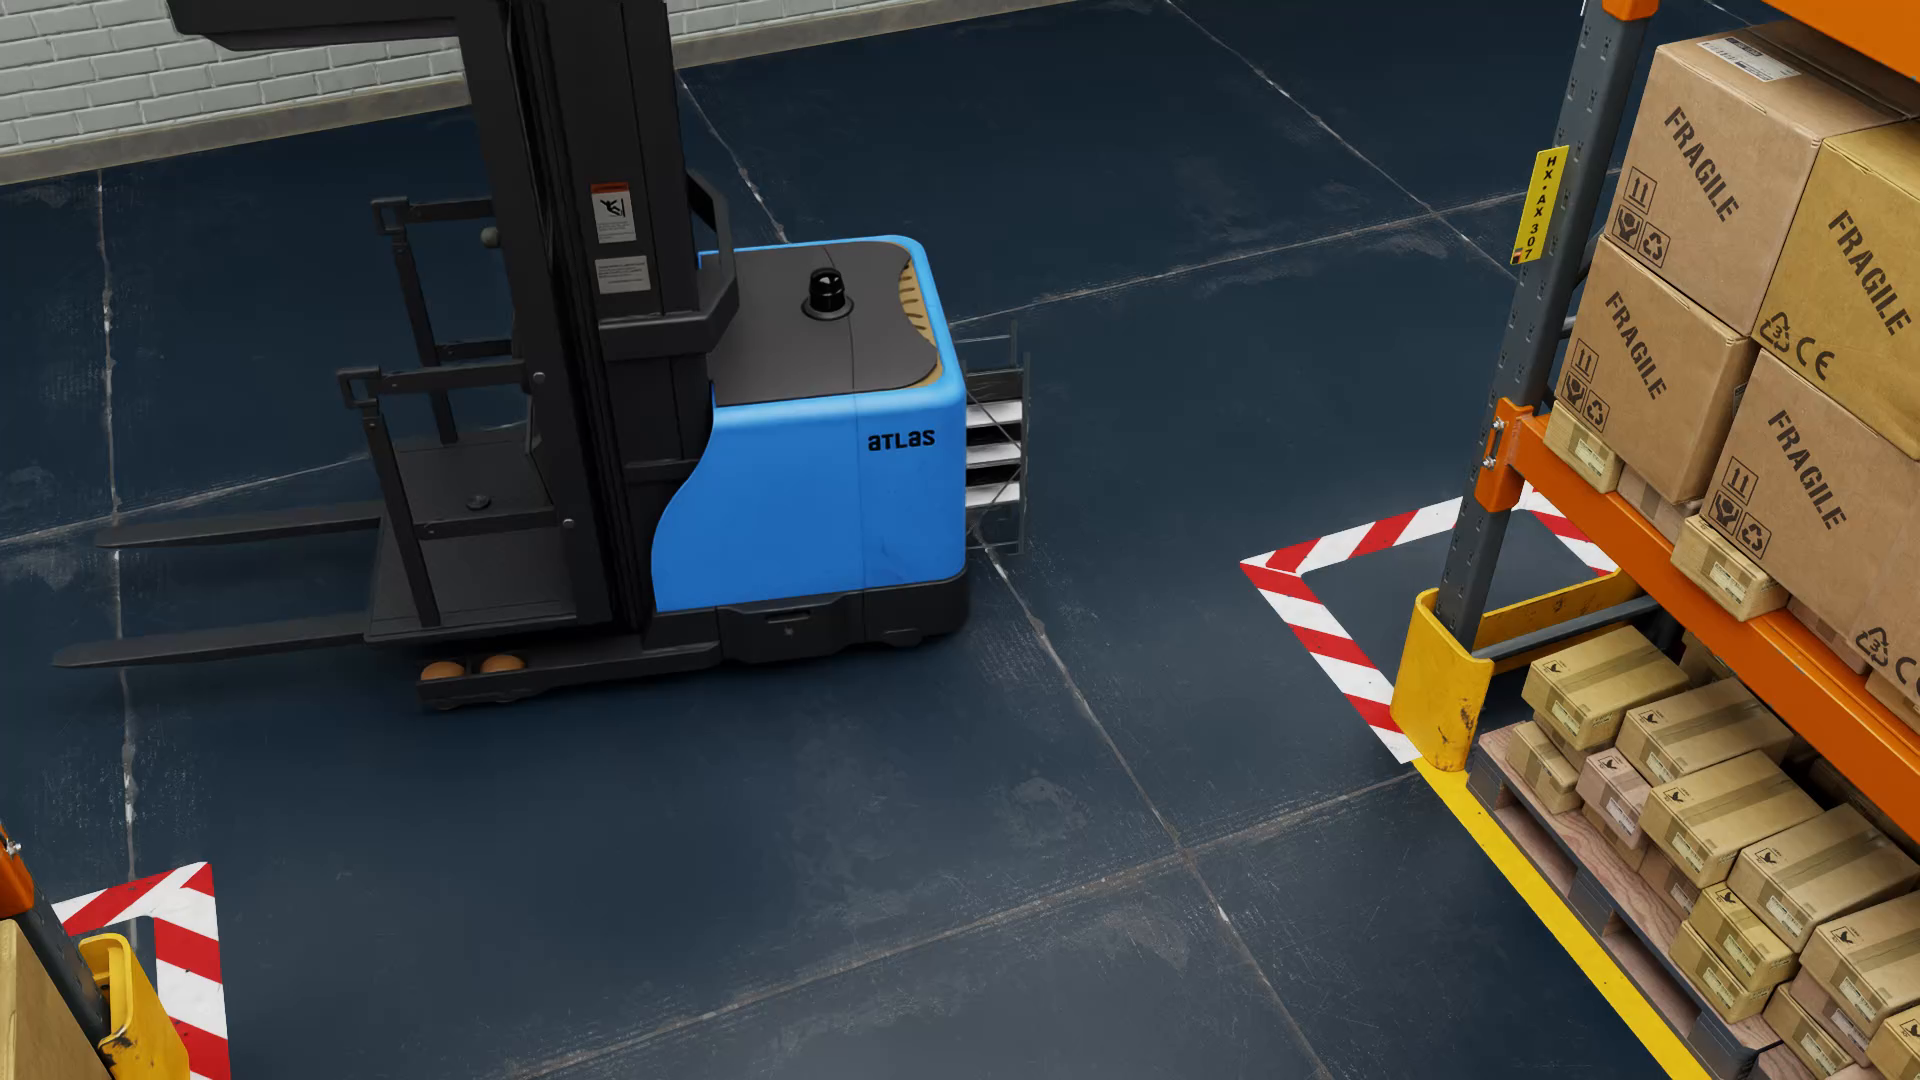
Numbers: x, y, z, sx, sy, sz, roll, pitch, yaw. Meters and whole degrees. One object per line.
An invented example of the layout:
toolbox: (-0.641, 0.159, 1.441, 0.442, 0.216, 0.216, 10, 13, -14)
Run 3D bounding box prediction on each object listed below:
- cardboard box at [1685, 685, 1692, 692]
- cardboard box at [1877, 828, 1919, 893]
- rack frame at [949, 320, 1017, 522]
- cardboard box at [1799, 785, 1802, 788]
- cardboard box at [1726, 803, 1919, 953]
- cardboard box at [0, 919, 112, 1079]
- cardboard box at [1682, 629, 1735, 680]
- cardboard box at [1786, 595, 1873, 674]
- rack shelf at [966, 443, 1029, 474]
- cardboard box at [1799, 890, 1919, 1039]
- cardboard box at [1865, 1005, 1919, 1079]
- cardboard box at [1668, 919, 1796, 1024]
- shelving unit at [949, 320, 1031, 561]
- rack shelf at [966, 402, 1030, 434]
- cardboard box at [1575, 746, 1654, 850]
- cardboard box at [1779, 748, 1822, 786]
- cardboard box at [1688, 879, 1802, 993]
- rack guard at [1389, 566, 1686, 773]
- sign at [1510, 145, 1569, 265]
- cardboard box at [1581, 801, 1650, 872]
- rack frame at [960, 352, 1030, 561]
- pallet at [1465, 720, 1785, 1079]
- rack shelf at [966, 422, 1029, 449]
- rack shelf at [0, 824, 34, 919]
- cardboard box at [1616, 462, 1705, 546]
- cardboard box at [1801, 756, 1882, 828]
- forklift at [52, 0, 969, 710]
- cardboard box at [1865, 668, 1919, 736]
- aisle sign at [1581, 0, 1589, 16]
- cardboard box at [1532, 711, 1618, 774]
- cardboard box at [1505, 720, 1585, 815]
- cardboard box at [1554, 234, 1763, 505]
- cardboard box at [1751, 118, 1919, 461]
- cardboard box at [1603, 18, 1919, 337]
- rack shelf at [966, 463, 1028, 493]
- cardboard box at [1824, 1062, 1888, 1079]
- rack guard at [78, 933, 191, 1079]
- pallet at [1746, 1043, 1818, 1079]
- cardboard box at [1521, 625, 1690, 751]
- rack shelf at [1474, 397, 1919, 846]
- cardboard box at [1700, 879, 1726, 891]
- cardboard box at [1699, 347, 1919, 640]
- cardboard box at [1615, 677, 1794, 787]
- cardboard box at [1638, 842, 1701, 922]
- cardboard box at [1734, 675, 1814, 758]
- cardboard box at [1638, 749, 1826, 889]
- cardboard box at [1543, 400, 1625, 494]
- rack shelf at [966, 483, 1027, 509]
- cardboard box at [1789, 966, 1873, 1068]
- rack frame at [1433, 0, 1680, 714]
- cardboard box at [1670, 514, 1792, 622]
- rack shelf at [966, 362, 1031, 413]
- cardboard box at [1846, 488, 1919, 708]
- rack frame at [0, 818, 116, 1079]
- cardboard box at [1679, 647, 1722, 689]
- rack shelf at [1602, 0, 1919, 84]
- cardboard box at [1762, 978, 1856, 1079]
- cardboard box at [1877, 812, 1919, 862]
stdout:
cardboard box: (2.391, 0.519, 5.210, 0.380, 0.149, 0.250, -14, 43, -16)
cardboard box: (2.671, 0.888, 4.553, 0.380, 0.149, 0.250, -16, 43, -17)
rack frame: (0.079, -0.405, 6.030, 0.240, 0.900, 0.006, -7, 41, -8)
cardboard box: (2.583, 0.649, 5.059, 0.380, 0.149, 0.250, -14, 43, -16)
cardboard box: (2.249, 0.878, 4.337, 0.380, 0.149, 0.250, -17, 44, -19)
cardboard box: (-2.306, 1.521, 3.488, 0.875, 0.875, 0.875, -15, 43, -17)
cardboard box: (2.433, 0.284, 5.027, 0.380, 0.149, 0.250, -15, 43, -16)
cardboard box: (2.233, 0.145, 3.973, 0.380, 0.149, 0.250, -13, 42, -15)
rack shelf: (0.098, -0.314, 5.976, 0.258, 0.077, 0.200, -7, 41, -8)
cardboard box: (2.347, 1.047, 4.140, 0.380, 0.149, 0.250, -14, 43, -15)
cardboard box: (2.405, 1.217, 3.942, 0.380, 0.149, 0.250, -14, 43, -16)
cardboard box: (2.175, 1.116, 4.516, 0.380, 0.149, 0.250, -15, 43, -16)
shelving unit: (0.098, -0.340, 5.955, 0.258, 0.900, 0.210, -7, 41, -8)
rack shelf: (0.098, -0.451, 5.859, 0.258, 0.077, 0.200, -7, 41, -8)
cardboard box: (2.013, 0.700, 4.771, 0.380, 0.149, 0.250, -15, 43, -17)
cardboard box: (2.513, 0.559, 4.936, 0.380, 0.149, 0.250, -16, 43, -18)
cardboard box: (2.186, 1.007, 4.414, 0.380, 0.149, 0.250, -14, 43, -16)
rack guard: (2.026, 0.326, 5.487, 1.175, 0.500, 0.348, -15, 43, -17)
sign: (1.495, -0.860, 4.286, 0.100, 0.325, 0.005, -15, 43, -17)
cardboard box: (2.077, 0.787, 4.899, 0.380, 0.149, 0.250, -15, 43, -17)
rack frame: (0.118, -0.275, 5.879, 0.240, 0.900, 0.006, -7, 41, -8)
pallet: (2.304, 0.934, 5.002, 1.003, 0.211, 1.213, -15, 43, -17)
rack shelf: (0.098, -0.383, 5.918, 0.258, 0.077, 0.200, -7, 41, -8)
rack shelf: (-1.859, 1.987, 2.191, 1.077, 0.370, 4.000, -15, 43, -17)
cardboard box: (1.953, -0.152, 4.319, 0.380, 0.149, 0.250, -14, 43, -15)
cardboard box: (2.663, 0.701, 4.771, 0.380, 0.149, 0.250, -17, 43, -19)
forklift: (-1.533, -0.915, 5.066, 3.031, 2.935, 1.130, -6, 41, -7)
cardboard box: (2.314, 0.315, 3.776, 0.380, 0.149, 0.250, -16, 43, -17)
aisle sign: (1.692, -1.622, 3.842, 0.394, 0.787, 0.004, -15, 43, -17)
cardboard box: (1.960, 0.521, 4.980, 0.380, 0.149, 0.250, -13, 42, -15)
cardboard box: (1.901, 0.650, 5.058, 0.380, 0.149, 0.250, -14, 43, -16)
cardboard box: (1.913, -0.479, 4.201, 0.500, 0.500, 0.500, -13, 42, -15)
cardboard box: (2.122, -0.558, 3.527, 0.500, 0.500, 0.500, -14, 43, -16)
cardboard box: (1.923, -0.861, 3.878, 0.500, 0.500, 0.500, -15, 43, -17)
rack shelf: (0.098, -0.246, 6.035, 0.258, 0.077, 0.200, -7, 41, -8)
cardboard box: (2.376, 1.418, 4.165, 0.380, 0.149, 0.250, -17, 44, -19)
rack guard: (-2.634, 1.442, 4.189, 1.175, 0.500, 0.348, -15, 43, -17)
pallet: (2.767, 1.668, 4.149, 1.003, 0.211, 1.213, -15, 43, -17)
cardboard box: (1.883, 0.429, 4.859, 0.380, 0.149, 0.250, -17, 44, -19)
rack shelf: (2.762, 0.810, 3.559, 1.077, 0.370, 4.000, -15, 43, -17)
cardboard box: (2.188, 0.826, 4.626, 0.380, 0.149, 0.250, -15, 43, -16)
cardboard box: (2.142, -0.163, 3.834, 0.500, 0.500, 0.500, -15, 43, -17)
cardboard box: (2.100, 0.565, 4.700, 0.380, 0.149, 0.250, -14, 43, -16)
cardboard box: (2.179, 0.935, 4.727, 0.380, 0.149, 0.250, -15, 43, -16)
cardboard box: (2.476, 0.450, 4.834, 0.380, 0.149, 0.250, -14, 43, -16)
cardboard box: (2.078, 0.749, 4.487, 0.380, 0.149, 0.250, -15, 43, -17)
cardboard box: (1.818, -0.295, 4.485, 0.380, 0.149, 0.250, -15, 43, -17)
rack shelf: (0.098, -0.178, 6.094, 0.258, 0.077, 0.200, -7, 41, -8)
cardboard box: (2.375, 1.143, 4.256, 0.380, 0.149, 0.250, -17, 44, -19)
rack frame: (1.997, -0.667, 4.726, 1.000, 3.000, 0.127, -15, 43, -17)
cardboard box: (2.007, 0.023, 4.115, 0.380, 0.149, 0.250, -16, 43, -18)
rack shelf: (0.098, -0.519, 5.800, 0.258, 0.077, 0.200, -7, 41, -8)
cardboard box: (2.317, 0.136, 3.487, 0.500, 0.500, 0.500, -15, 43, -16)
rack frame: (-2.621, 0.508, 3.358, 0.949, 2.616, 0.053, -15, 43, -17)
cardboard box: (2.462, 0.388, 5.134, 0.380, 0.149, 0.250, -16, 43, -18)
rack shelf: (2.762, -0.327, 2.581, 1.077, 0.370, 4.000, -15, 43, -17)
cardboard box: (2.361, 1.246, 4.365, 0.380, 0.149, 0.250, -15, 43, -17)
cardboard box: (2.733, 0.746, 4.490, 0.380, 0.149, 0.250, -17, 43, -19)
